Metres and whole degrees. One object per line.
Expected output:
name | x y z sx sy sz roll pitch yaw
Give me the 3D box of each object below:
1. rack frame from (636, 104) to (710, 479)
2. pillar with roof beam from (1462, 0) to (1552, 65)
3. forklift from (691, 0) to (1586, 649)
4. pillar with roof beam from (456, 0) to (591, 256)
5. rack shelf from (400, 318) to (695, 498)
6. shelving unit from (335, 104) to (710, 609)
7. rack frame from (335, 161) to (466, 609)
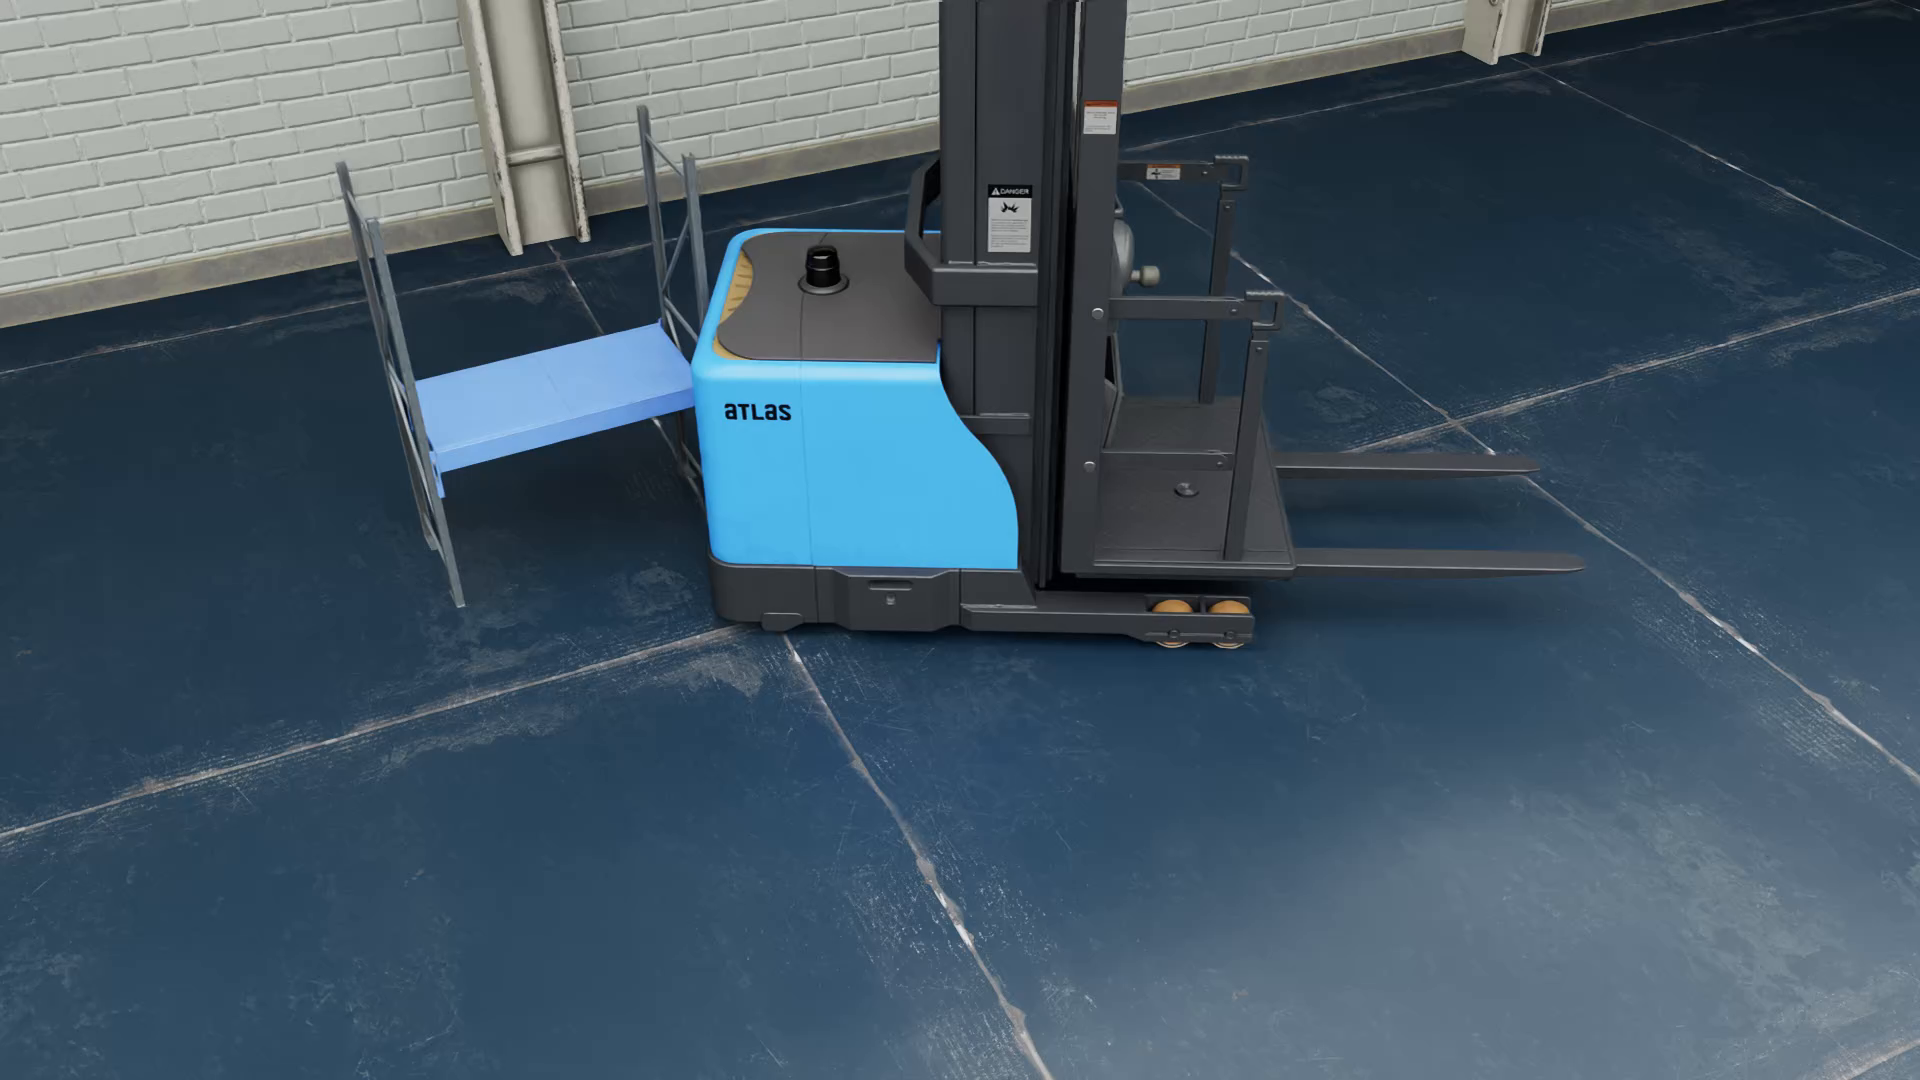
rack frame | -0.993 -0.775 6.036 0.032 1.500 0.500 -17 40 -22
pillar with roof beam | 5.186 -4.331 4.536 0.400 9.000 9.100 -16 39 -20
forklift | 0.661 -1.126 5.307 3.031 2.935 1.130 1 37 1
pillar with roof beam | -0.245 -2.813 2.488 0.400 9.000 9.100 -16 39 -20
rack shelf | -1.443 -0.489 5.953 1.000 0.185 0.538 -17 40 -22
shelving unit | -1.443 -0.634 5.846 1.048 1.500 0.538 -17 40 -22
rack frame | -1.892 -0.493 5.655 0.032 1.500 0.500 -17 40 -22
